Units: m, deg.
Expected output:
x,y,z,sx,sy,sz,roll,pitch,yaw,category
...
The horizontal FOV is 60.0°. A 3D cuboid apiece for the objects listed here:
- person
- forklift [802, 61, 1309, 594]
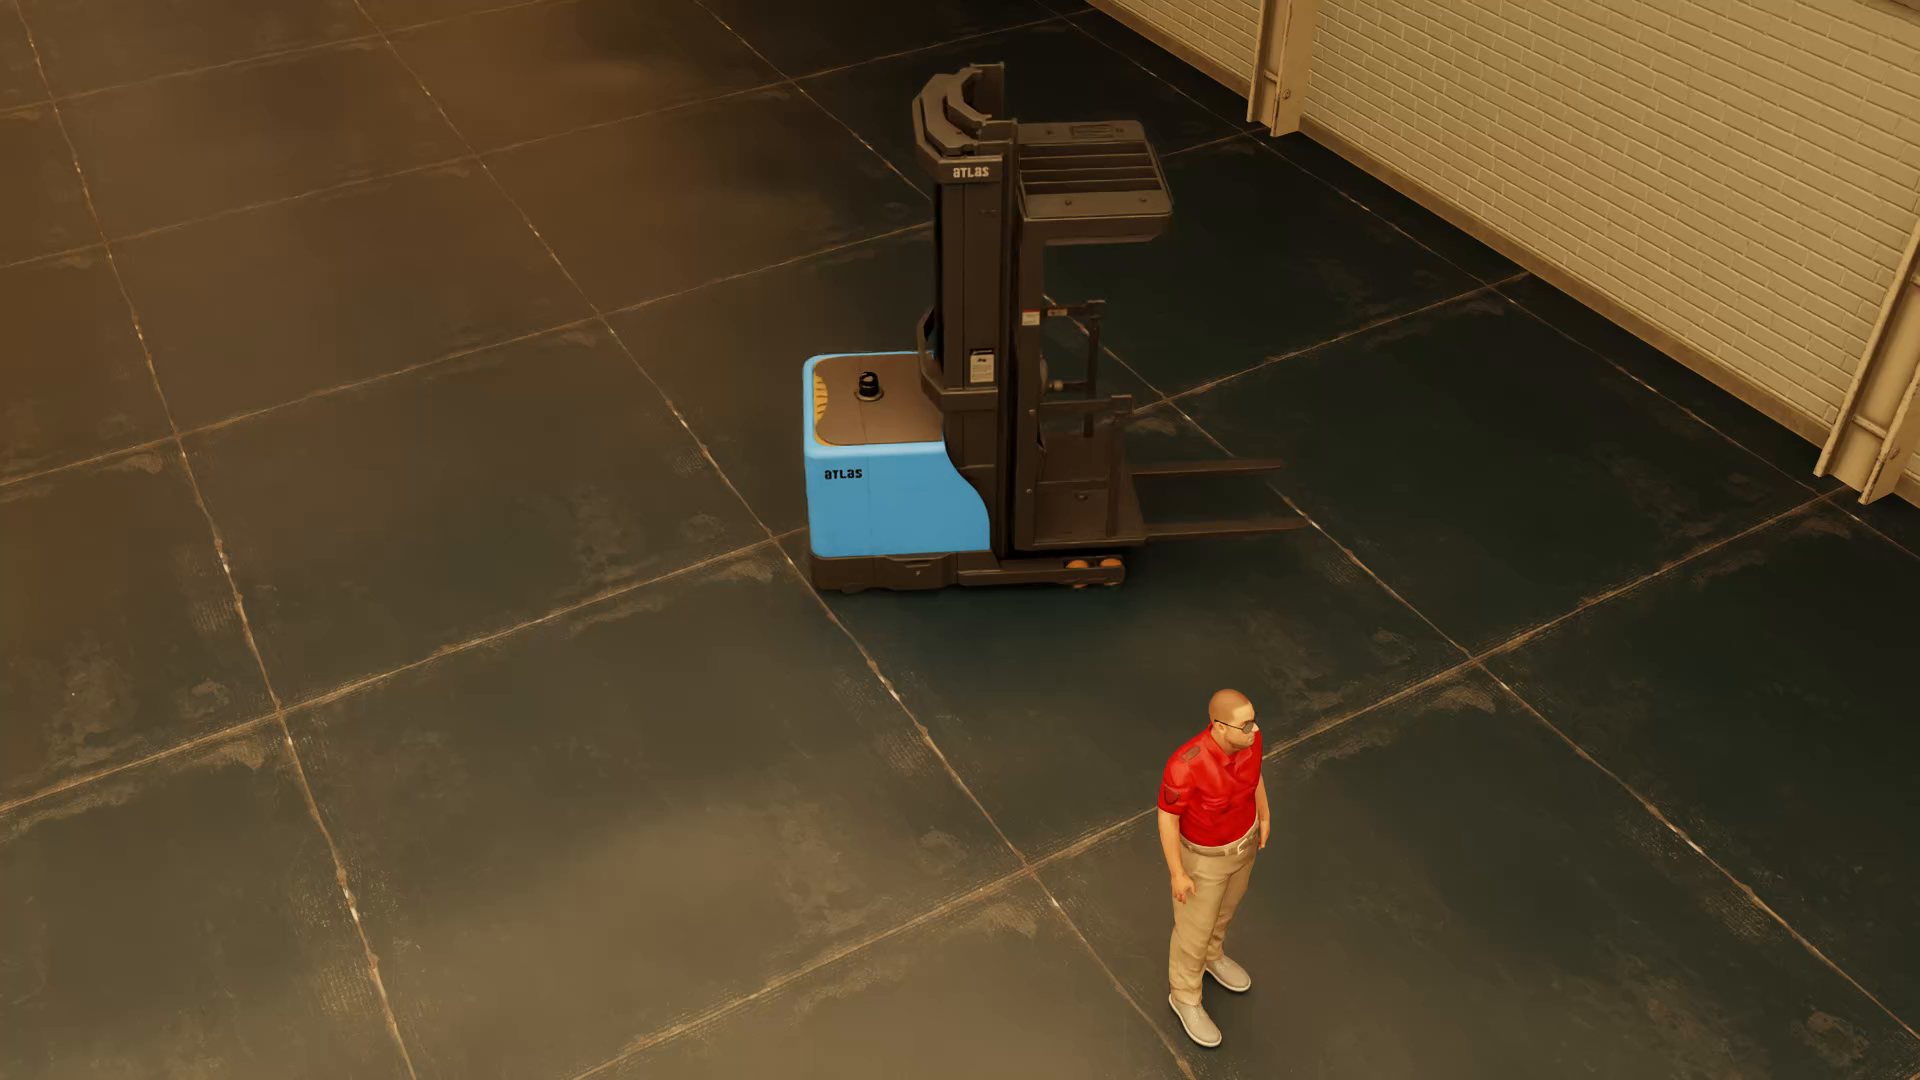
x,y,z,sx,sy,sz,roll,pitch,yaw,category
1.182,1.396,7.284,0.640,1.727,0.551,-29,48,-31,person
0.587,-1.180,9.459,3.031,2.935,1.130,-3,40,-3,forklift
